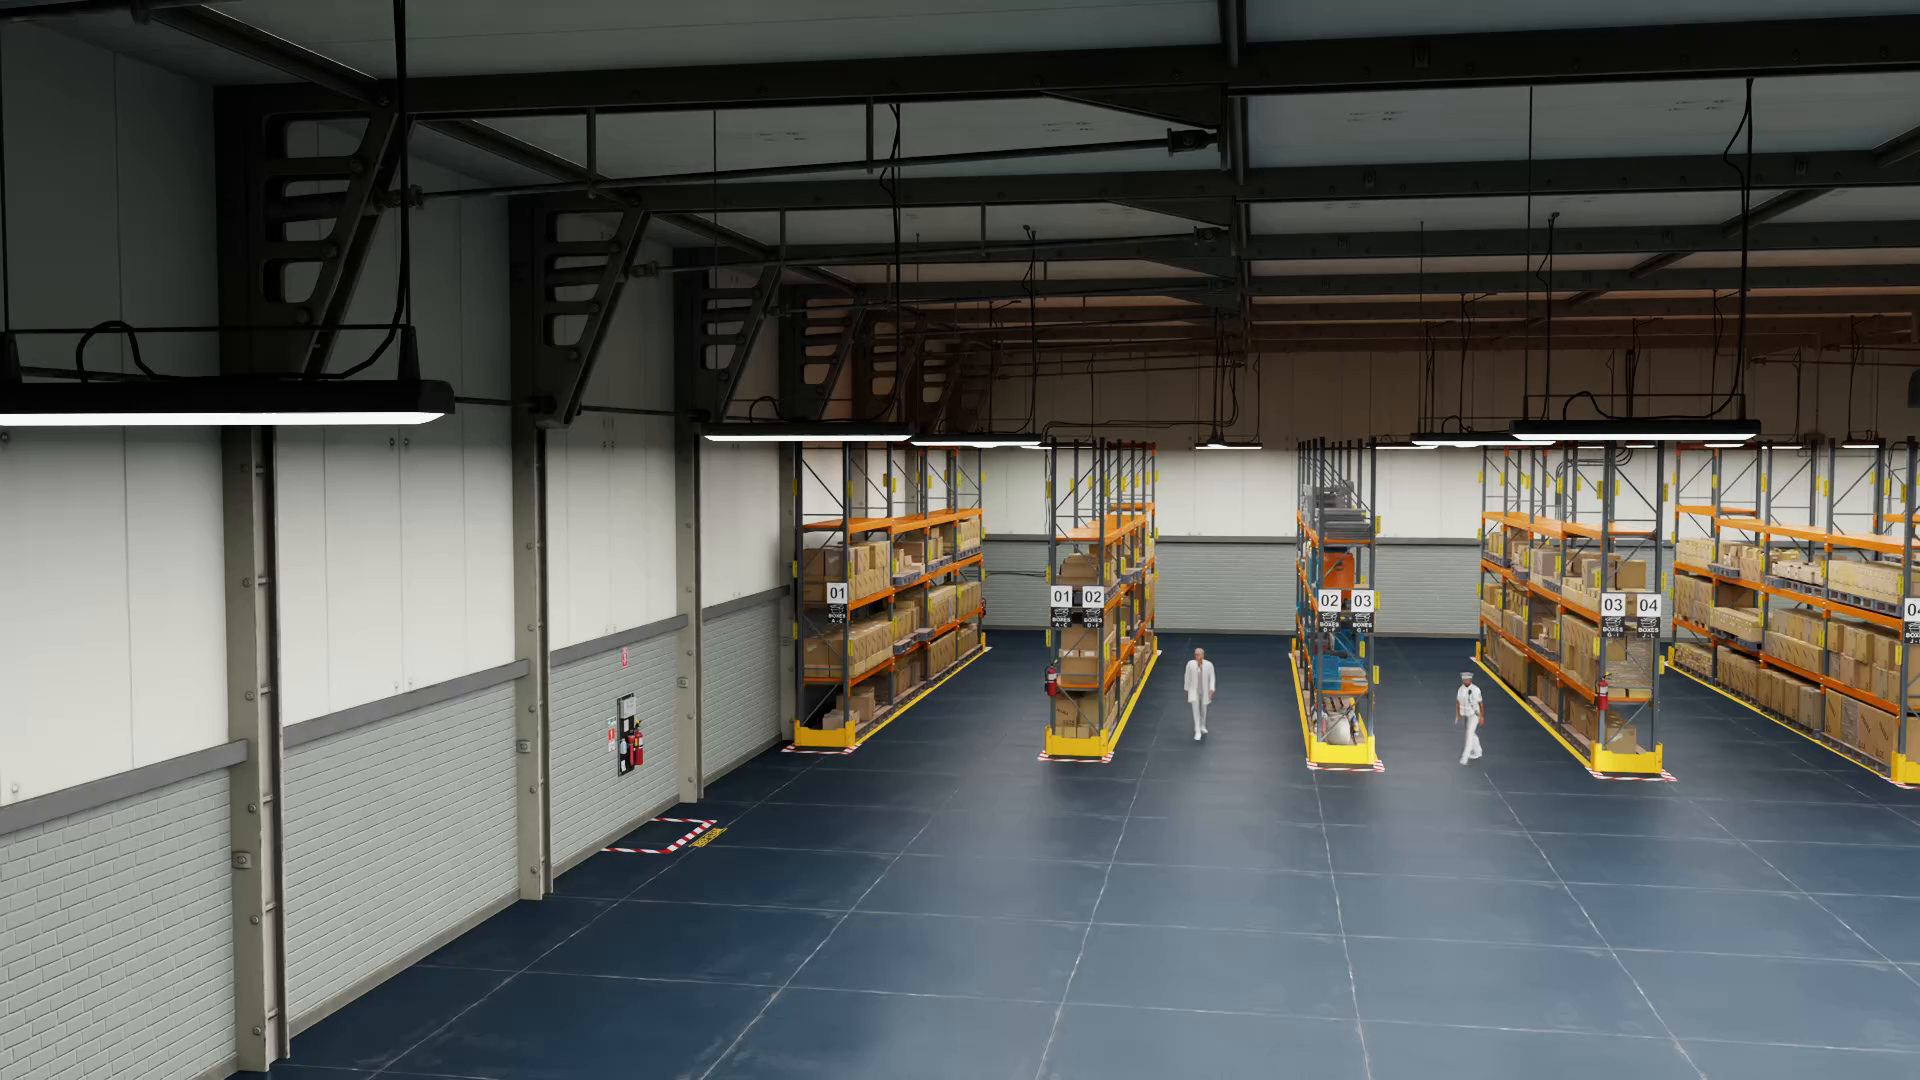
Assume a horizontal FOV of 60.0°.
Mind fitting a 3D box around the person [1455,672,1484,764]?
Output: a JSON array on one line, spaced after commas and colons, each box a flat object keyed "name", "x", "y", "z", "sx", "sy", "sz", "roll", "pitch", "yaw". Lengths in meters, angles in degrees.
[{"name": "person", "x": 9.401, "y": 3.254, "z": 30.745, "sx": 0.874, "sy": 1.630, "sz": 0.495, "roll": -2, "pitch": 4, "yaw": -32}]

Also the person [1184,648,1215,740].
[{"name": "person", "x": 4.826, "y": 3.075, "z": 33.458, "sx": 0.606, "sy": 1.767, "sz": 0.904, "roll": 0, "pitch": 3, "yaw": 4}]
